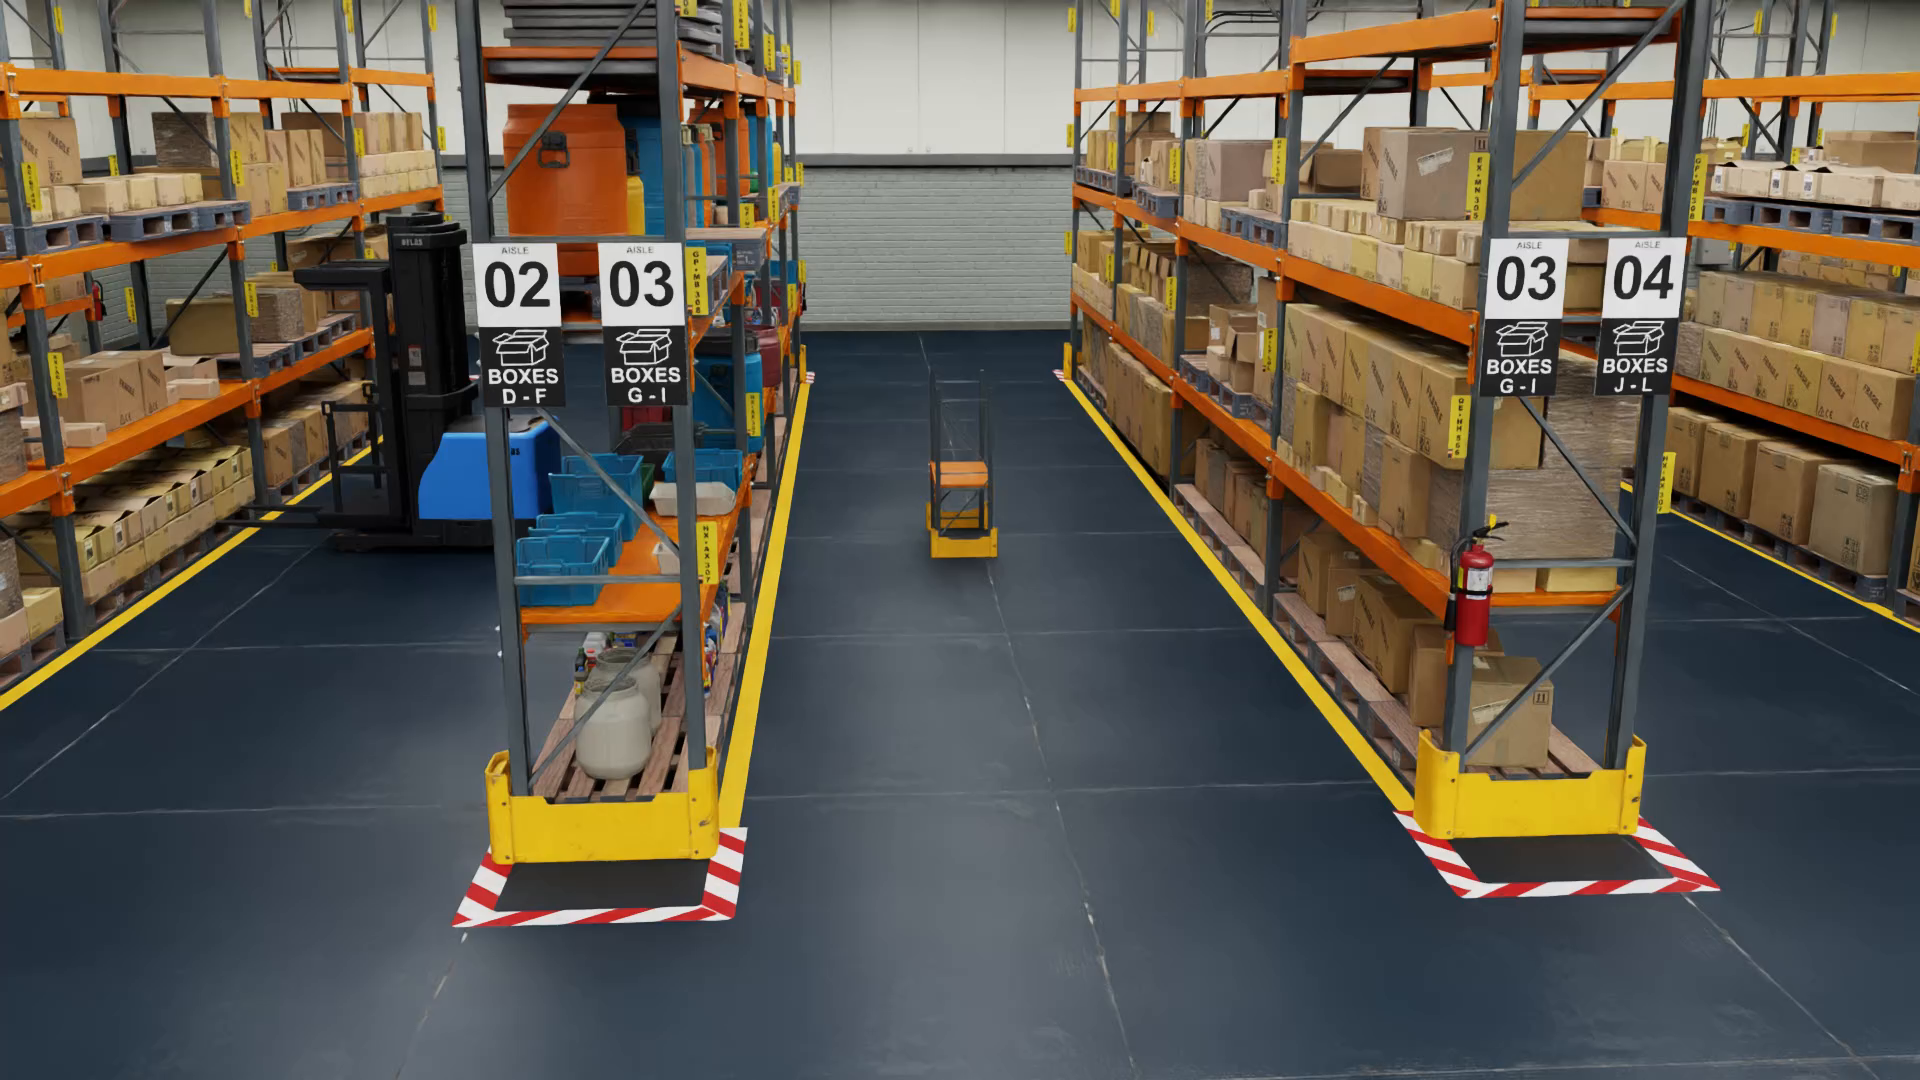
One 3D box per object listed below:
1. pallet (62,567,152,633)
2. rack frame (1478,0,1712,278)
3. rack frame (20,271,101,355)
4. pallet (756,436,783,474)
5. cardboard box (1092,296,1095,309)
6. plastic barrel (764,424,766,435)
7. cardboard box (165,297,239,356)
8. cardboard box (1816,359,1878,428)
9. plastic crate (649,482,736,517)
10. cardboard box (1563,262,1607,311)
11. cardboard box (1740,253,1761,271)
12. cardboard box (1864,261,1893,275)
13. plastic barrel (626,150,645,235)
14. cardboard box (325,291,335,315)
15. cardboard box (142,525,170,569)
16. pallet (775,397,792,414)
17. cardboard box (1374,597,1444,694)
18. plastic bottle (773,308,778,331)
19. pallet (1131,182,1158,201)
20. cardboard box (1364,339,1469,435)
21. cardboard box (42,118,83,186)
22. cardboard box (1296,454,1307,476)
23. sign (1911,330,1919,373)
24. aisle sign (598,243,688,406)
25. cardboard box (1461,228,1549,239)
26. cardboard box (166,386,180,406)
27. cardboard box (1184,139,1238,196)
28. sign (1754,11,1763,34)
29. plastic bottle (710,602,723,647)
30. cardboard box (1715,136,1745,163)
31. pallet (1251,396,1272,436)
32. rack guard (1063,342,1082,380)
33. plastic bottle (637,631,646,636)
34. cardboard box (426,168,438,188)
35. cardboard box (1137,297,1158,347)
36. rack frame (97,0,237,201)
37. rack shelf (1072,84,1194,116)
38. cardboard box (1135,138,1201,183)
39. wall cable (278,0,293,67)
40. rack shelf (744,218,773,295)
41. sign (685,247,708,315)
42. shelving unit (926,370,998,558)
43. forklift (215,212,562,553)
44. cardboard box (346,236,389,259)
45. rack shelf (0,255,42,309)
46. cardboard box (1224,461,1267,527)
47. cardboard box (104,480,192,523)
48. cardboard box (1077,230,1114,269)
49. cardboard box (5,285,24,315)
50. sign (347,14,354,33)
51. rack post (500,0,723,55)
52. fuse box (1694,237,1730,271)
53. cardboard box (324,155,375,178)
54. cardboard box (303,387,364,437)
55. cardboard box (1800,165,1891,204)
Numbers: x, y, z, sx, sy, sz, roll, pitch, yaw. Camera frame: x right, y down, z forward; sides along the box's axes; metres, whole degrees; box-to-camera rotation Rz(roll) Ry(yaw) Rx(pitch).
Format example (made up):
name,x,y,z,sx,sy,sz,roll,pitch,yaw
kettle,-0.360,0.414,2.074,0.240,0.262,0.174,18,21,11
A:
name,x,y,z,sx,sy,sz,roll,pitch,yaw
pallet,-7.105,0.455,13.056,1.003,0.211,1.213,-1,14,-3
rack frame,3.115,-2.775,7.976,1.000,3.000,0.127,-1,14,-3
rack frame,-12.708,-3.619,23.297,1.000,3.000,0.127,-1,14,-3
pallet,-2.487,-0.930,18.443,1.003,0.211,1.213,-1,14,-3
cardboard box,1.945,-3.123,21.871,0.380,0.149,0.250,-1,14,-4
plastic barrel,-2.512,-1.653,19.023,0.600,0.901,0.708,-1,14,-3
cardboard box,-7.420,-2.114,16.403,0.700,0.500,0.500,-6,16,-22
cardboard box,7.493,-1.216,13.754,0.500,0.500,0.500,-1,14,-4
plastic crate,-1.723,-0.260,10.771,0.530,0.136,0.437,-1,14,-3
cardboard box,3.343,-1.373,8.850,0.500,0.250,0.500,0,14,-2
cardboard box,11.758,-3.926,24.290,0.500,0.500,0.500,-1,14,-4
cardboard box,11.957,-3.653,21.220,0.500,0.500,0.500,-1,14,-4
plastic barrel,-2.026,-1.822,9.071,0.600,0.588,0.600,0,14,0
cardboard box,-7.803,-2.871,20.187,0.500,0.500,0.500,-1,14,-3
cardboard box,-6.864,0.056,13.689,0.500,0.250,0.500,-1,14,-5
pallet,-2.656,-1.609,21.081,1.003,0.211,1.213,-1,14,-3
cardboard box,3.002,0.678,10.769,0.500,0.500,0.500,0,14,2
plastic bottle,-2.165,-2.571,19.458,0.061,0.283,0.133,-1,14,-3
pallet,2.477,-3.987,19.089,0.805,0.209,1.217,-1,15,-6
cardboard box,2.769,-0.928,10.033,0.500,0.500,0.500,-1,14,-3
cardboard box,-7.078,-2.954,12.646,0.500,0.500,0.500,1,14,2
cardboard box,2.626,-0.561,11.913,0.380,0.149,0.250,-1,14,-3
sign,7.283,-1.427,12.613,0.100,0.325,0.005,-1,14,-3
aisle sign,-1.532,-1.039,8.050,0.394,0.787,0.004,-1,14,-3
cardboard box,2.887,-1.574,8.827,0.380,0.149,0.250,-1,14,-5
cardboard box,-7.133,-1.269,14.667,0.380,0.149,0.250,0,14,1
cardboard box,2.391,-3.482,15.538,0.500,0.500,0.500,-1,14,-3
sign,11.460,-7.429,23.873,0.100,0.325,0.005,-1,14,-3
plastic bottle,-1.717,0.566,11.465,0.144,0.351,0.185,-1,14,-4
cardboard box,7.794,-4.016,17.081,0.396,0.266,0.258,-1,14,-3
pallet,2.965,-0.964,13.361,1.003,0.211,1.213,-1,14,-3
rack guard,2.122,-2.644,24.524,1.175,0.500,0.348,-1,14,-3
plastic bottle,-2.297,0.487,11.771,0.144,0.351,0.185,-1,14,-3
cardboard box,-7.469,-4.953,22.762,0.500,0.250,0.500,-1,14,-3
cardboard box,2.250,-2.406,18.382,0.500,0.500,0.500,-1,14,-2
rack frame,-7.268,-4.613,15.118,1.000,3.000,0.127,-1,14,-3
rack shelf,2.247,-5.715,21.648,1.077,0.370,4.000,-1,14,-3
cardboard box,2.417,-4.414,19.324,0.700,0.500,0.500,-1,14,-2
wall cable,-10.002,-8.921,27.958,3.097,2.526,0.112,-1,14,-3
rack shelf,-2.200,-2.390,13.942,1.077,0.370,4.000,-1,14,-3
sign,-1.279,-1.258,8.080,0.100,0.325,0.005,-1,14,-3
shelving unit,0.005,-0.707,14.989,0.587,1.500,1.083,-1,14,-3
forklift,-5.237,-1.437,14.952,3.031,2.935,1.130,0,14,1
cardboard box,-7.297,-3.484,20.566,0.500,0.500,0.500,-1,14,-5
rack shelf,-6.897,-1.319,9.782,1.077,0.370,4.000,-1,14,-3
cardboard box,2.770,-0.417,14.984,0.700,0.500,0.500,0,14,1
cardboard box,-6.894,-0.345,14.120,0.500,0.311,0.500,0,14,-2
cardboard box,1.915,-4.036,23.114,0.500,0.500,0.500,-1,14,-5
cardboard box,-12.572,-3.267,21.328,0.980,0.700,0.700,-2,15,-6
sign,-8.306,-7.085,22.692,0.100,0.325,0.005,-1,14,-3
rack post,-1.749,-2.646,8.479,0.937,0.300,0.954,1,14,3
fuse box,13.747,-4.776,30.378,0.539,1.711,0.414,-1,14,-3
cardboard box,-7.298,-4.449,19.799,0.500,0.250,0.500,-1,14,-3
cardboard box,-7.177,-1.463,19.050,0.500,0.500,0.500,-1,14,-3
cardboard box,7.495,-3.010,14.043,0.500,0.311,0.500,-1,14,-5
